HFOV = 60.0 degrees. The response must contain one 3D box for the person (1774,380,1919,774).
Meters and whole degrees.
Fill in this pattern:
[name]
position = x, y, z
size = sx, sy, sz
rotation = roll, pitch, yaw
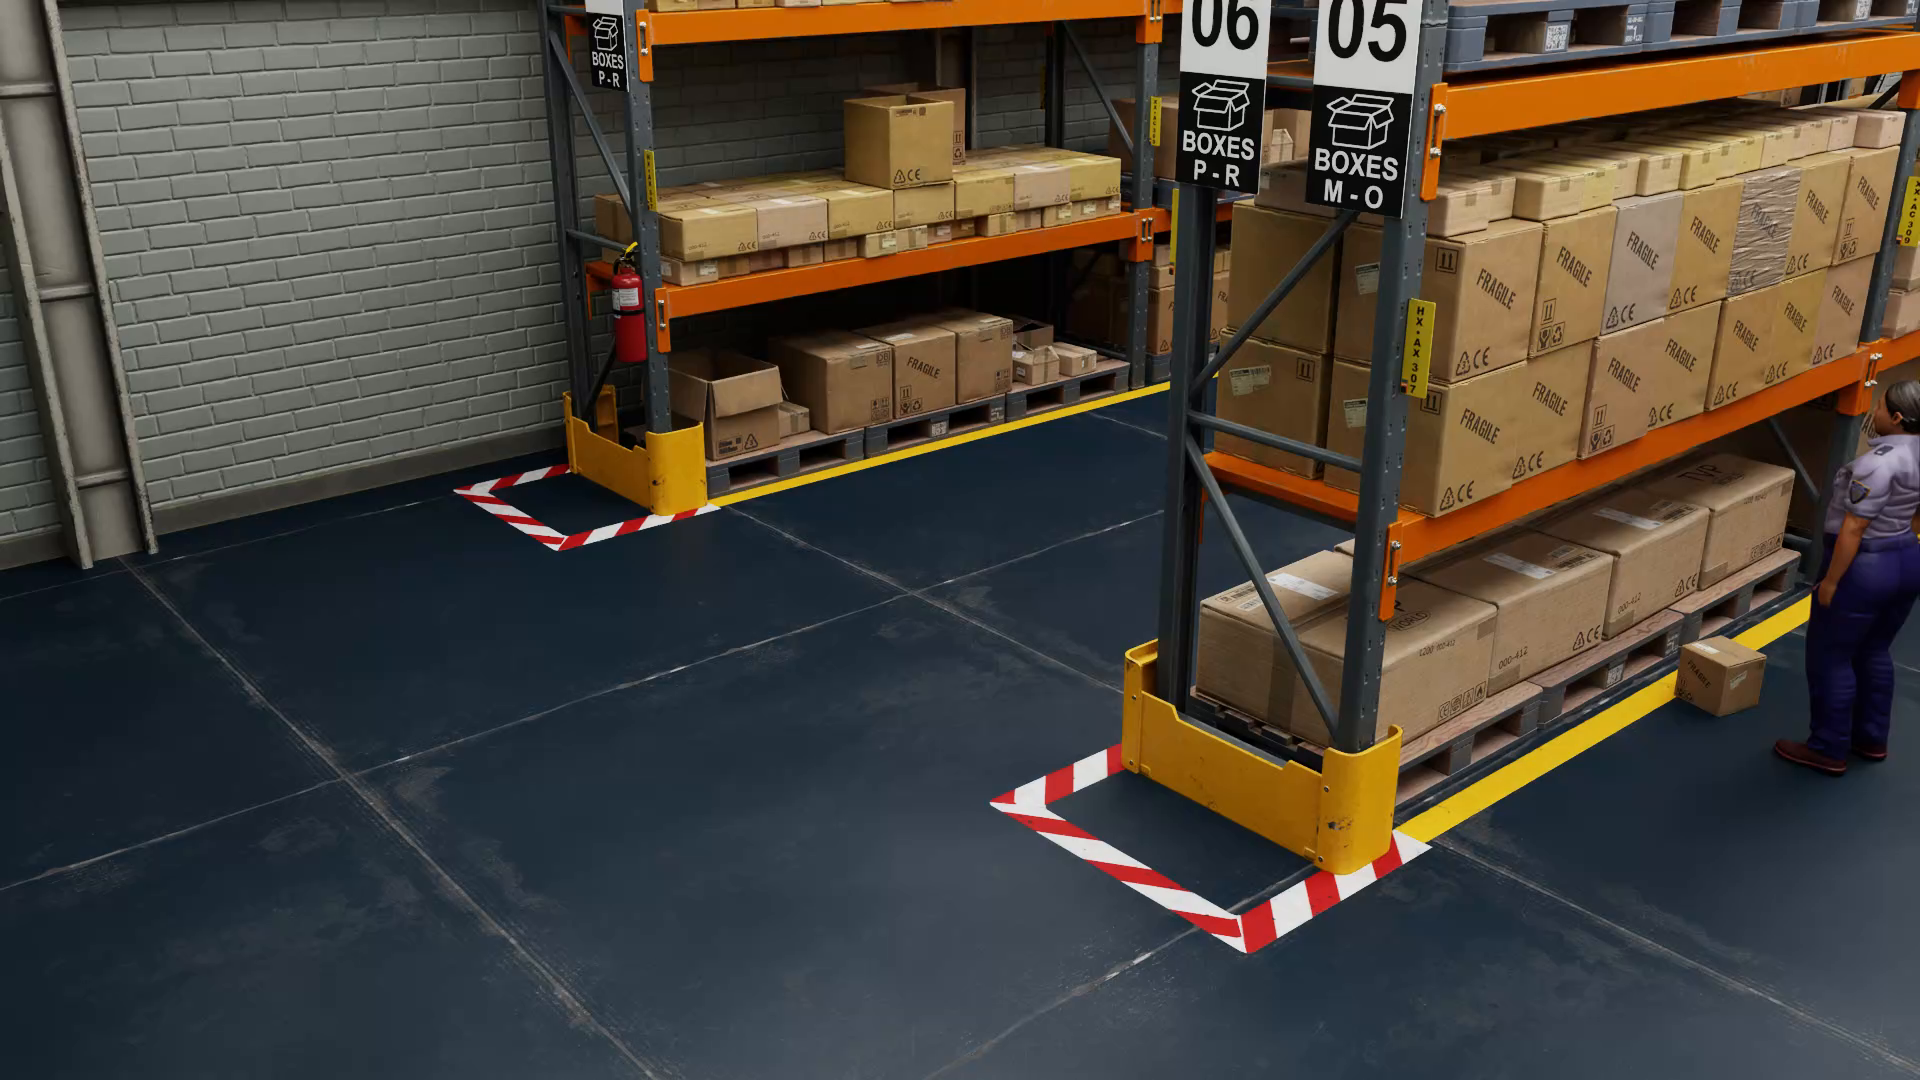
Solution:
[person]
position = 3.665, 0.143, 6.740
size = 0.466, 1.646, 0.343
rotation = -11, 24, -26
